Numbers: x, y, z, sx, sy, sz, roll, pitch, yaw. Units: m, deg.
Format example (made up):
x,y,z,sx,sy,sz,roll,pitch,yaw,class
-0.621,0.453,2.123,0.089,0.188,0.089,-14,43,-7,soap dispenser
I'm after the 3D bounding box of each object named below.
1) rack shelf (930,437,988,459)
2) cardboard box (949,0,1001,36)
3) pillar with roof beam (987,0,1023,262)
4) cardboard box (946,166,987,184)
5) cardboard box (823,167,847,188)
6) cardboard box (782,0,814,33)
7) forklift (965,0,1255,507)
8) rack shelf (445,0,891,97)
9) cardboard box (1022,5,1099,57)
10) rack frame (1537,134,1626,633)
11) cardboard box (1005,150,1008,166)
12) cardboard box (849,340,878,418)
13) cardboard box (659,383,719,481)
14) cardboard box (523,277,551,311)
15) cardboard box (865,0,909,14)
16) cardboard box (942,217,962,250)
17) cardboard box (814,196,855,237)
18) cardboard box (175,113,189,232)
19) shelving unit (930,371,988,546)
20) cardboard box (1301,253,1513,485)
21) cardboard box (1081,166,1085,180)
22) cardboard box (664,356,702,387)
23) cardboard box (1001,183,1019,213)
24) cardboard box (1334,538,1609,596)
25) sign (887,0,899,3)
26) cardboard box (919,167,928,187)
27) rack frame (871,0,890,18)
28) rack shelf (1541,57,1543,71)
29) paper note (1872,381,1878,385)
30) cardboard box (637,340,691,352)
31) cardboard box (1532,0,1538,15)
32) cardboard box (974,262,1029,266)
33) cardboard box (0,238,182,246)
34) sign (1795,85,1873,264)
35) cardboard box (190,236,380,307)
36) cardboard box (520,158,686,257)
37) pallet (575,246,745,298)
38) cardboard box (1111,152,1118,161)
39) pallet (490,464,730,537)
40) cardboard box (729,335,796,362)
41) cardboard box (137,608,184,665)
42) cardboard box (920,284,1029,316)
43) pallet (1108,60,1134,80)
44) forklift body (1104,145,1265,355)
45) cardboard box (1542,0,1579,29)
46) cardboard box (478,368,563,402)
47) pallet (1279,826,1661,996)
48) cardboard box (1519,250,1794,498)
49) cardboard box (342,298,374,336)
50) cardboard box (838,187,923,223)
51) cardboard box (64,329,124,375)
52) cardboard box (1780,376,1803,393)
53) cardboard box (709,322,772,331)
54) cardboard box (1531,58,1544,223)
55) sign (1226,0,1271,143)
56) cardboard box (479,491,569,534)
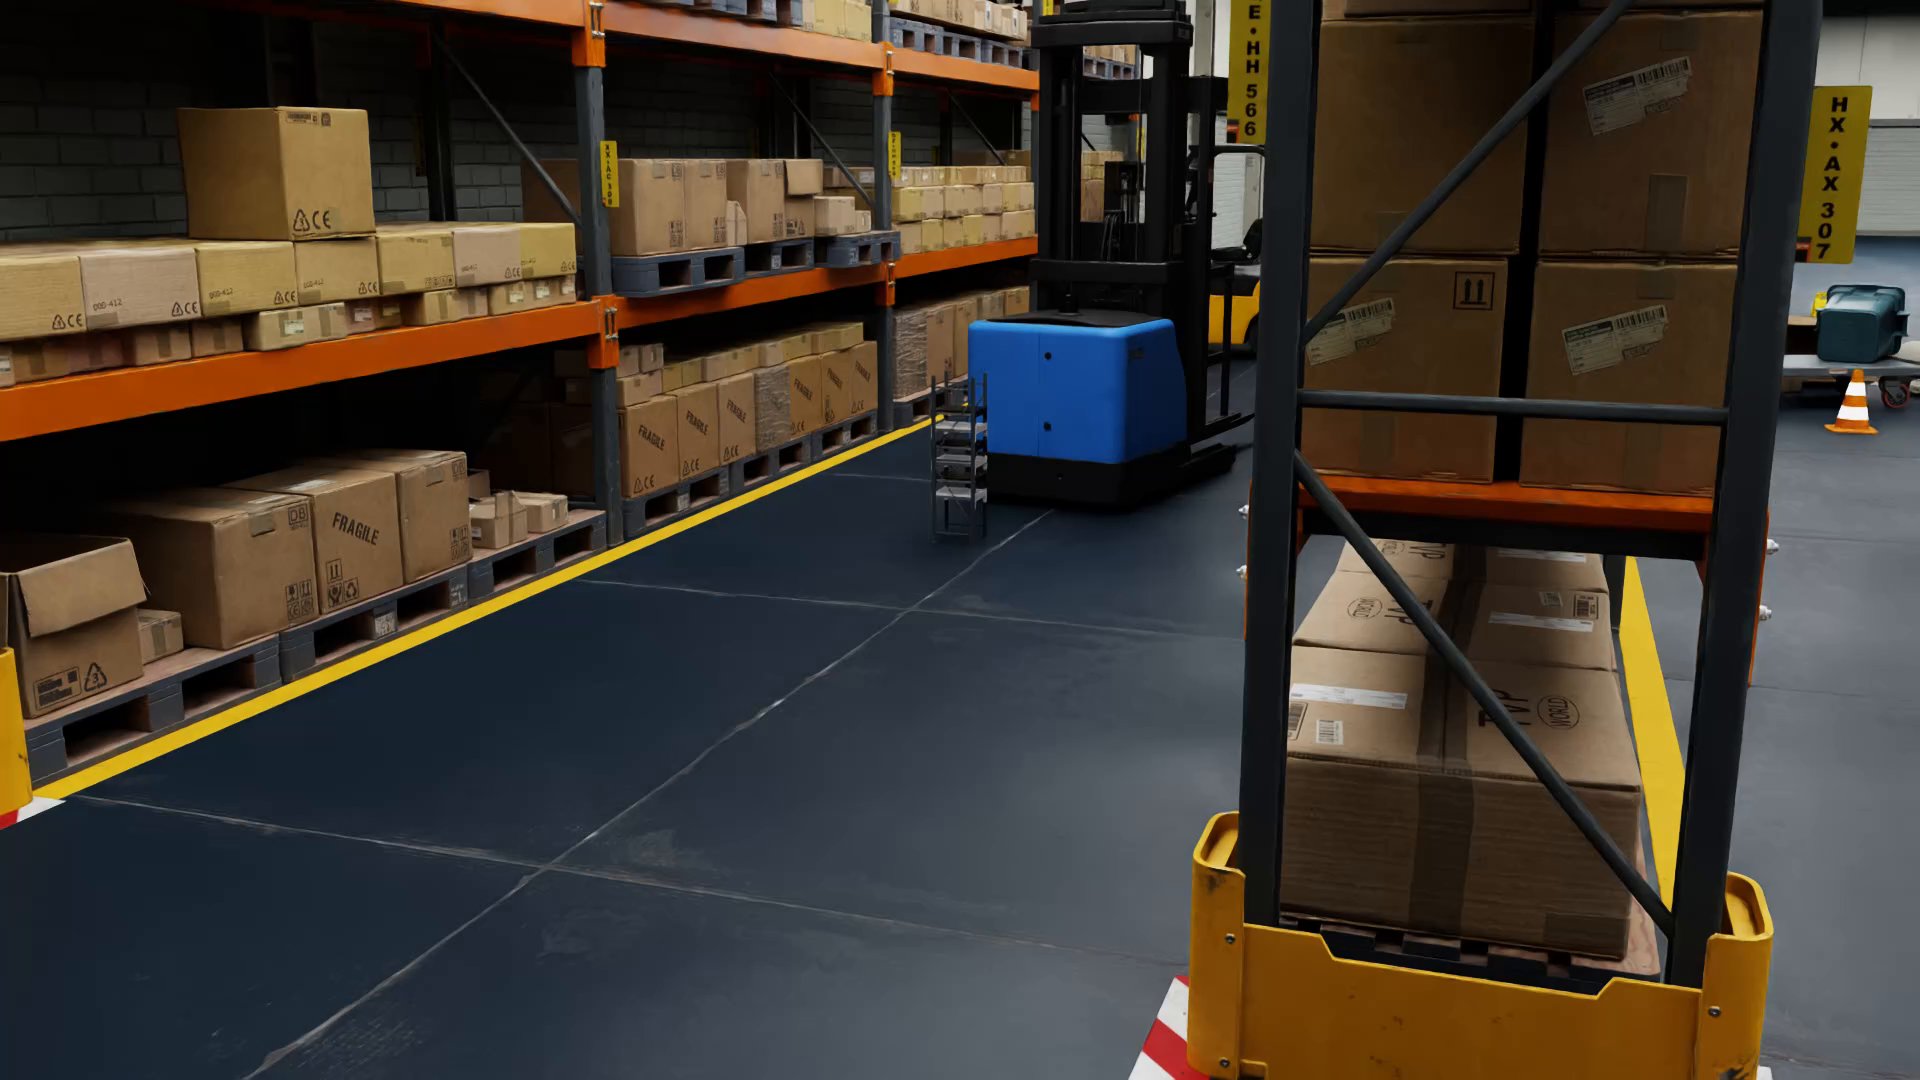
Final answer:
x,y,z,sx,sy,sz,roll,pitch,yaw,class
-0.003,-0.492,8.868,0.258,0.077,0.200,4,14,18,rack shelf
0.048,-4.489,14.205,0.500,0.311,0.500,4,13,16,cardboard box
4.589,-6.523,17.346,9.100,9.000,0.400,4,14,18,pillar with roof beam
0.014,-3.154,14.383,0.380,0.149,0.250,4,14,19,cardboard box
-1.081,-2.754,12.630,0.380,0.149,0.250,5,14,20,cardboard box
-1.255,-3.358,10.557,0.500,0.250,0.500,4,14,18,cardboard box
1.185,-1.906,10.751,1.130,2.935,3.031,7,15,28,forklift
-1.642,-2.996,10.251,1.077,0.370,4.000,4,14,18,rack shelf
1.030,-5.317,17.400,0.797,0.503,0.637,5,14,20,cardboard box
2.409,-1.107,7.097,1.000,3.000,0.127,4,14,18,rack frame
0.666,-3.767,16.399,0.380,0.149,0.250,5,14,19,cardboard box
-0.928,-1.187,12.123,0.500,0.500,0.500,5,14,20,cardboard box
-1.756,-0.648,9.761,0.500,0.500,0.500,4,14,18,cardboard box
-2.217,-1.199,8.067,0.380,0.149,0.250,5,14,20,cardboard box
-0.594,-3.959,12.210,0.380,0.166,0.250,4,14,18,cardboard box
-0.292,-2.523,13.638,0.500,0.250,0.500,4,13,17,cardboard box
-1.030,-2.192,11.244,0.500,0.250,0.500,4,13,16,cardboard box
-3.022,-1.607,7.270,0.500,0.500,0.500,4,13,17,cardboard box
-0.003,-0.437,8.880,0.258,0.900,0.210,4,14,18,shelving unit
1.021,-0.434,3.925,0.500,0.500,0.500,4,14,19,cardboard box
1.093,-3.829,17.339,0.380,0.149,0.250,4,13,17,cardboard box
-1.756,-1.000,9.843,0.380,0.149,0.250,4,13,17,cardboard box
0.223,-3.088,14.990,0.500,0.250,0.500,4,13,17,cardboard box
1.815,0.250,5.964,0.875,0.438,0.875,4,13,17,cardboard box
-0.482,-3.981,11.785,0.100,0.325,0.005,4,14,18,sign
-0.469,-2.829,12.959,0.380,0.149,0.250,5,14,20,cardboard box
-0.995,-5.231,11.682,1.000,3.000,0.127,4,14,18,rack frame
4.350,-3.482,12.379,1.077,0.370,4.000,4,14,18,rack shelf
8.422,-1.423,15.170,0.172,0.023,0.155,10,16,38,paper note
-1.953,-1.191,10.681,0.380,0.149,0.250,4,13,16,cardboard box
1.377,-1.423,4.552,0.380,0.149,0.250,4,14,18,cardboard box
0.426,-2.725,17.175,0.500,0.250,0.500,4,13,18,cardboard box
-3.353,-1.022,6.392,0.500,0.250,0.500,5,14,20,cardboard box
1.638,-0.684,3.122,0.100,0.325,0.005,4,14,18,sign
-2.712,-1.092,6.699,0.500,0.250,0.500,4,13,17,cardboard box
-1.921,-1.803,8.977,0.700,0.500,0.500,5,14,20,cardboard box
-1.927,-1.530,9.384,1.003,0.211,1.213,4,14,18,pallet
1.568,-4.298,18.729,0.380,0.149,0.250,5,14,20,cardboard box
-2.061,-0.278,9.732,1.003,0.211,1.213,4,14,18,pallet
-1.309,-1.269,11.023,0.380,0.149,0.250,4,13,18,cardboard box
-3.121,0.355,6.154,0.380,0.149,0.250,4,13,16,cardboard box
0.141,-2.084,15.772,0.875,0.625,0.625,5,14,21,cardboard box
1.341,-5.263,18.761,1.003,0.211,1.213,4,14,18,pallet
2.707,-3.046,17.499,2.313,2.155,1.214,4,14,18,forklift body
1.509,-1.232,3.717,0.380,0.149,0.250,5,14,20,cardboard box
-2.443,-0.864,9.249,0.380,0.149,0.250,4,13,16,cardboard box
1.300,0.921,4.480,1.003,0.211,1.213,4,14,18,pallet
1.542,-0.394,3.749,0.500,0.500,0.500,4,14,18,cardboard box
-2.669,-0.932,6.896,0.380,0.149,0.250,4,14,18,cardboard box
-0.596,-2.551,12.635,0.500,0.250,0.500,4,14,18,cardboard box
-3.126,-0.663,5.717,0.380,0.149,0.250,4,14,18,cardboard box
7.292,-1.476,14.856,0.258,0.266,0.396,-5,14,-21,cardboard box
-1.569,-1.467,11.890,0.380,0.149,0.250,5,14,20,cardboard box
1.860,-1.100,4.594,0.500,0.500,0.500,4,14,18,cardboard box
0.606,-0.987,3.436,0.100,0.325,0.005,4,14,18,sign
-2.191,-0.140,8.324,0.380,0.149,0.250,4,13,17,cardboard box
